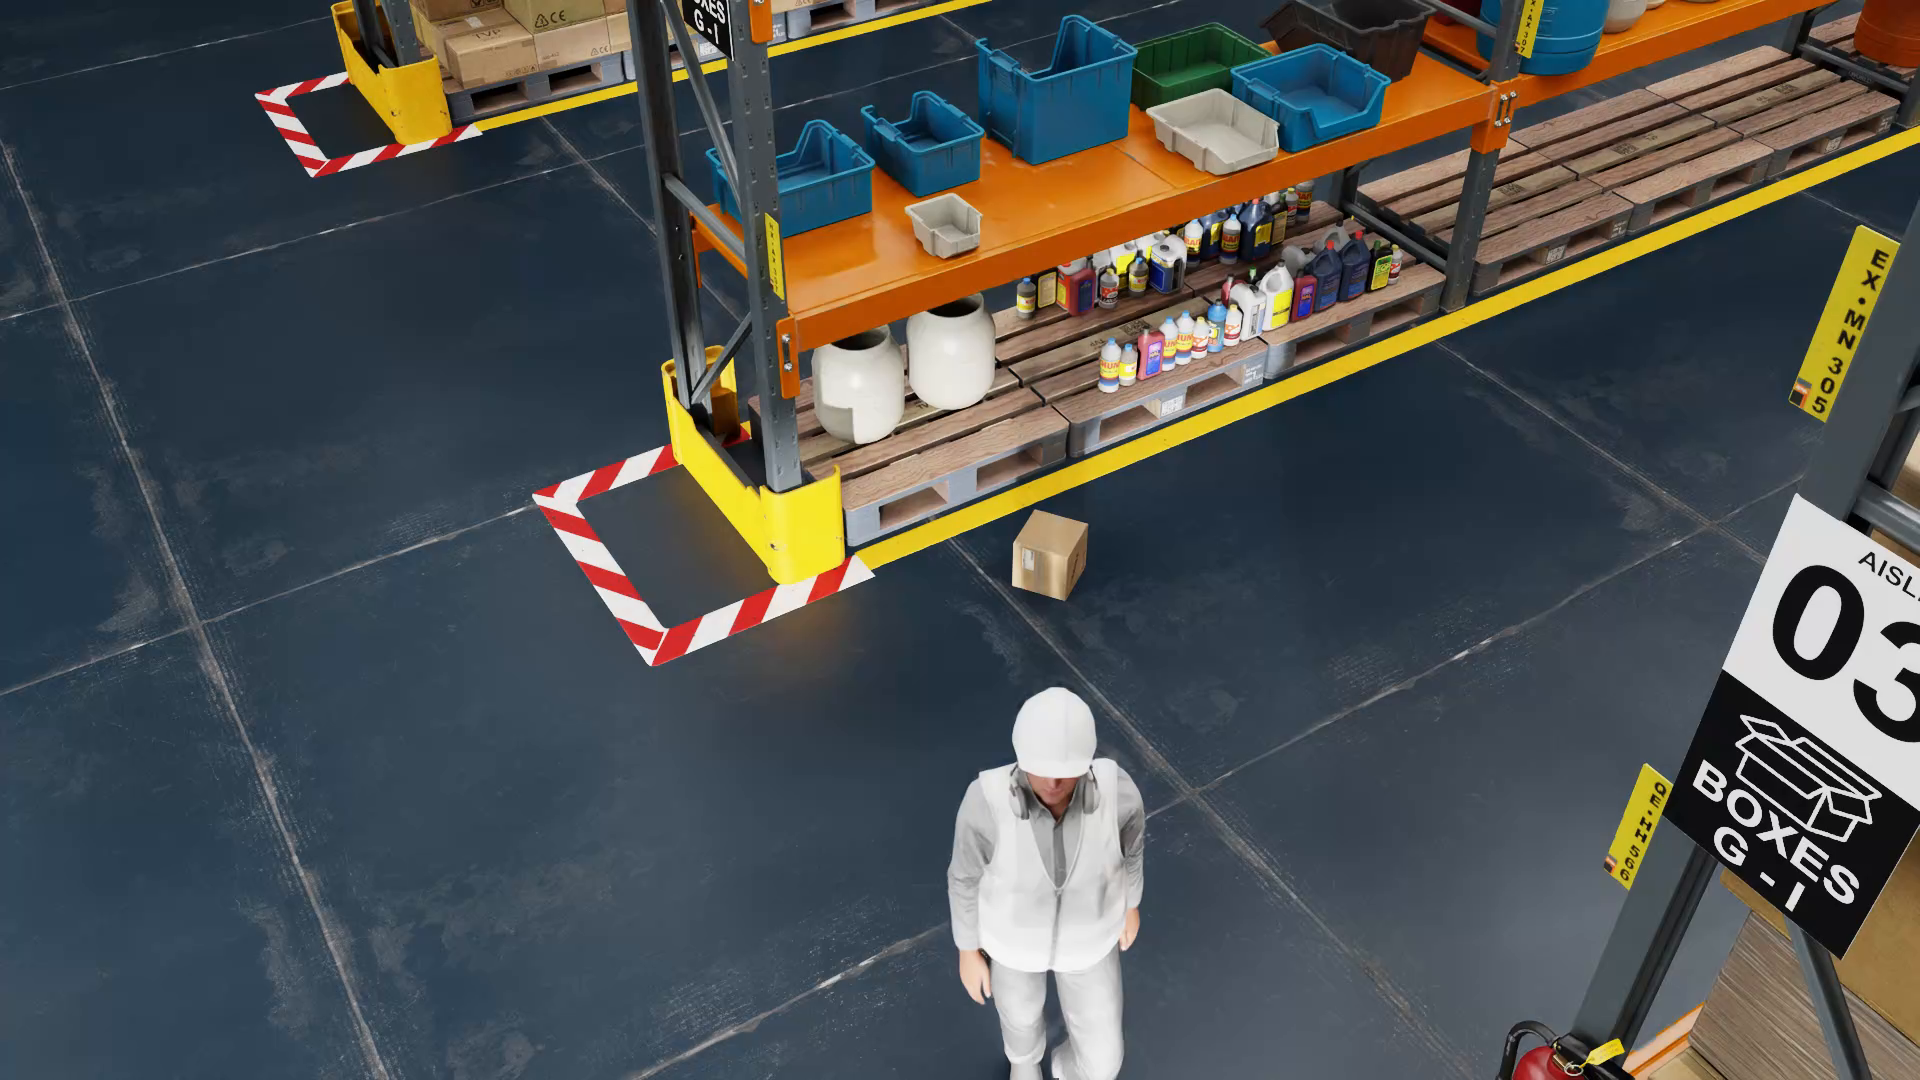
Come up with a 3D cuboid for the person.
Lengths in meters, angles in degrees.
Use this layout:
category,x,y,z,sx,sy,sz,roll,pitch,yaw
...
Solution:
category,x,y,z,sx,sy,sz,roll,pitch,yaw
person,0.249,1.157,4.782,0.568,1.820,0.507,-1,41,-1
